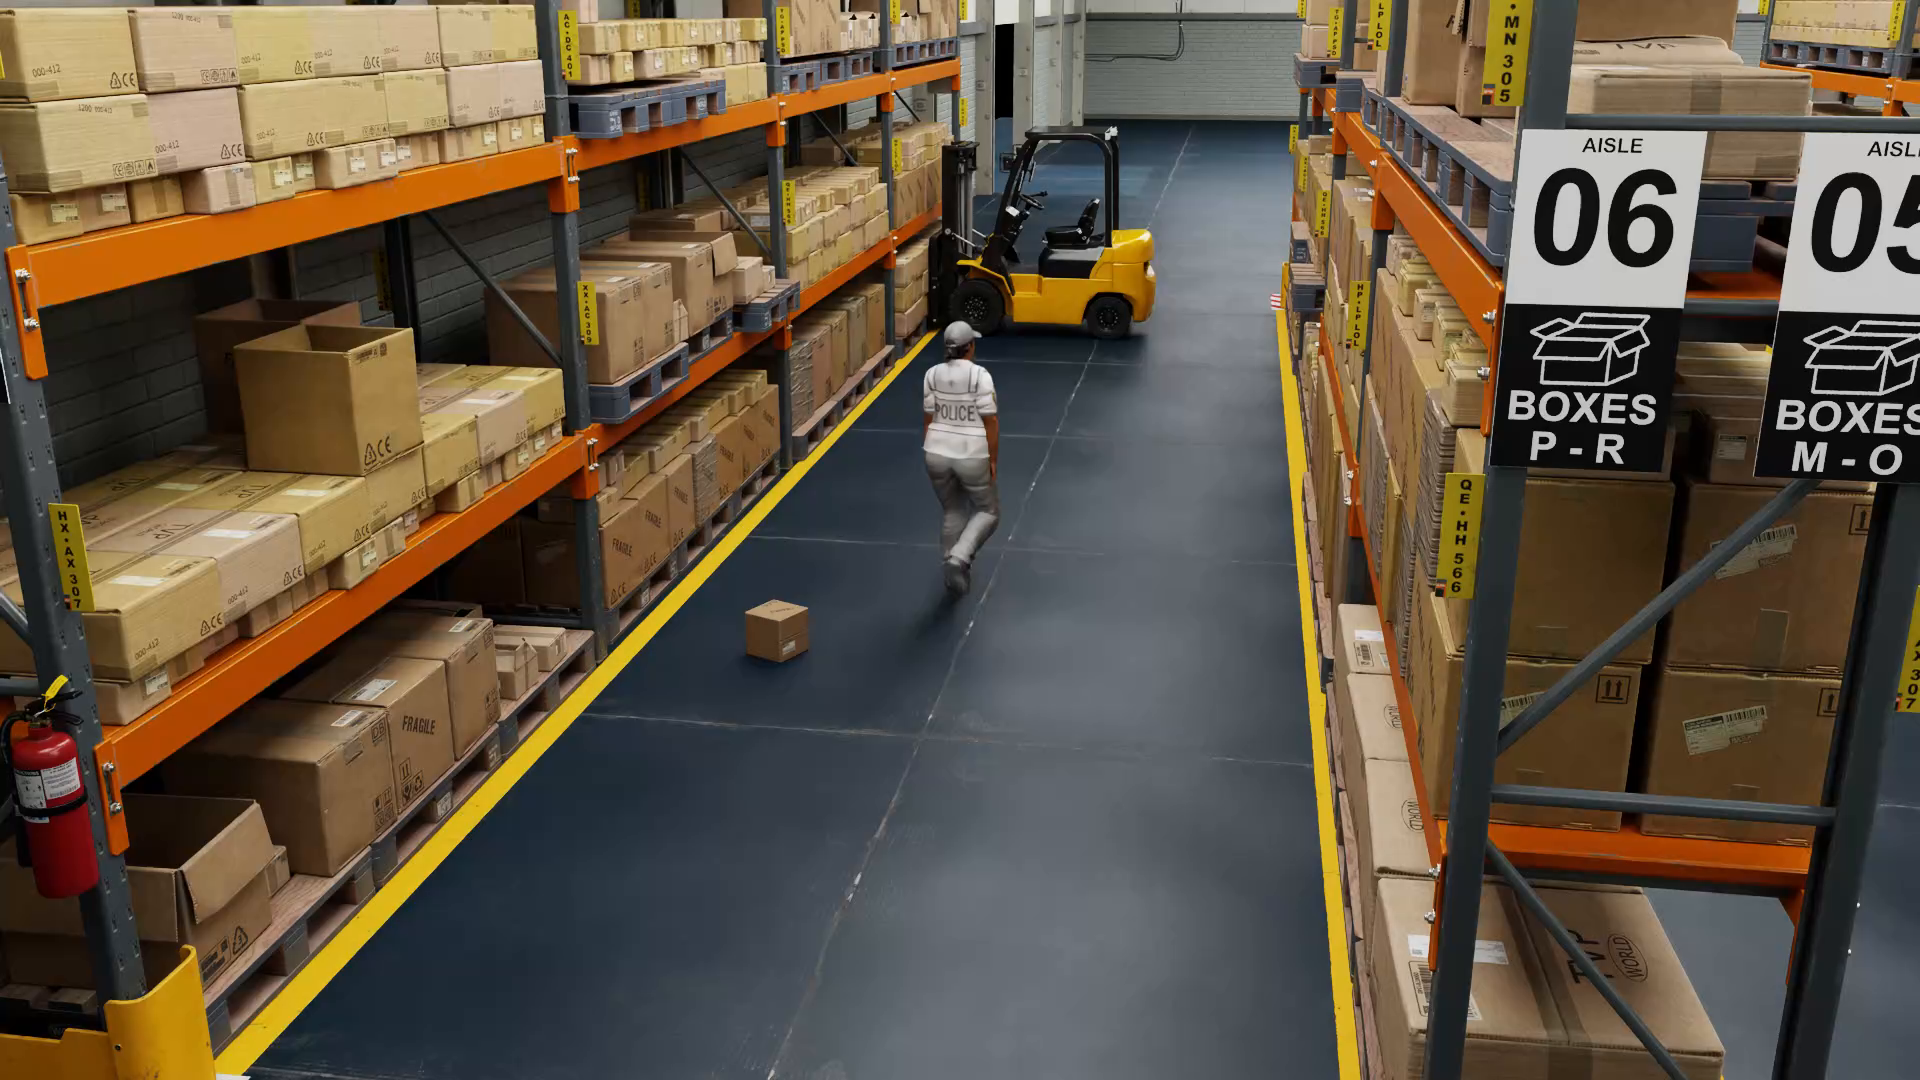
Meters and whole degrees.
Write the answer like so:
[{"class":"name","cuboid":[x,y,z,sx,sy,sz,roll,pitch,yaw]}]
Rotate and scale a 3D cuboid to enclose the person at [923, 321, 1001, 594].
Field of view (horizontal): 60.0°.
[{"class":"person","cuboid":[-0.010,-0.474,9.945,0.492,1.646,0.614,8,20,22]}]
